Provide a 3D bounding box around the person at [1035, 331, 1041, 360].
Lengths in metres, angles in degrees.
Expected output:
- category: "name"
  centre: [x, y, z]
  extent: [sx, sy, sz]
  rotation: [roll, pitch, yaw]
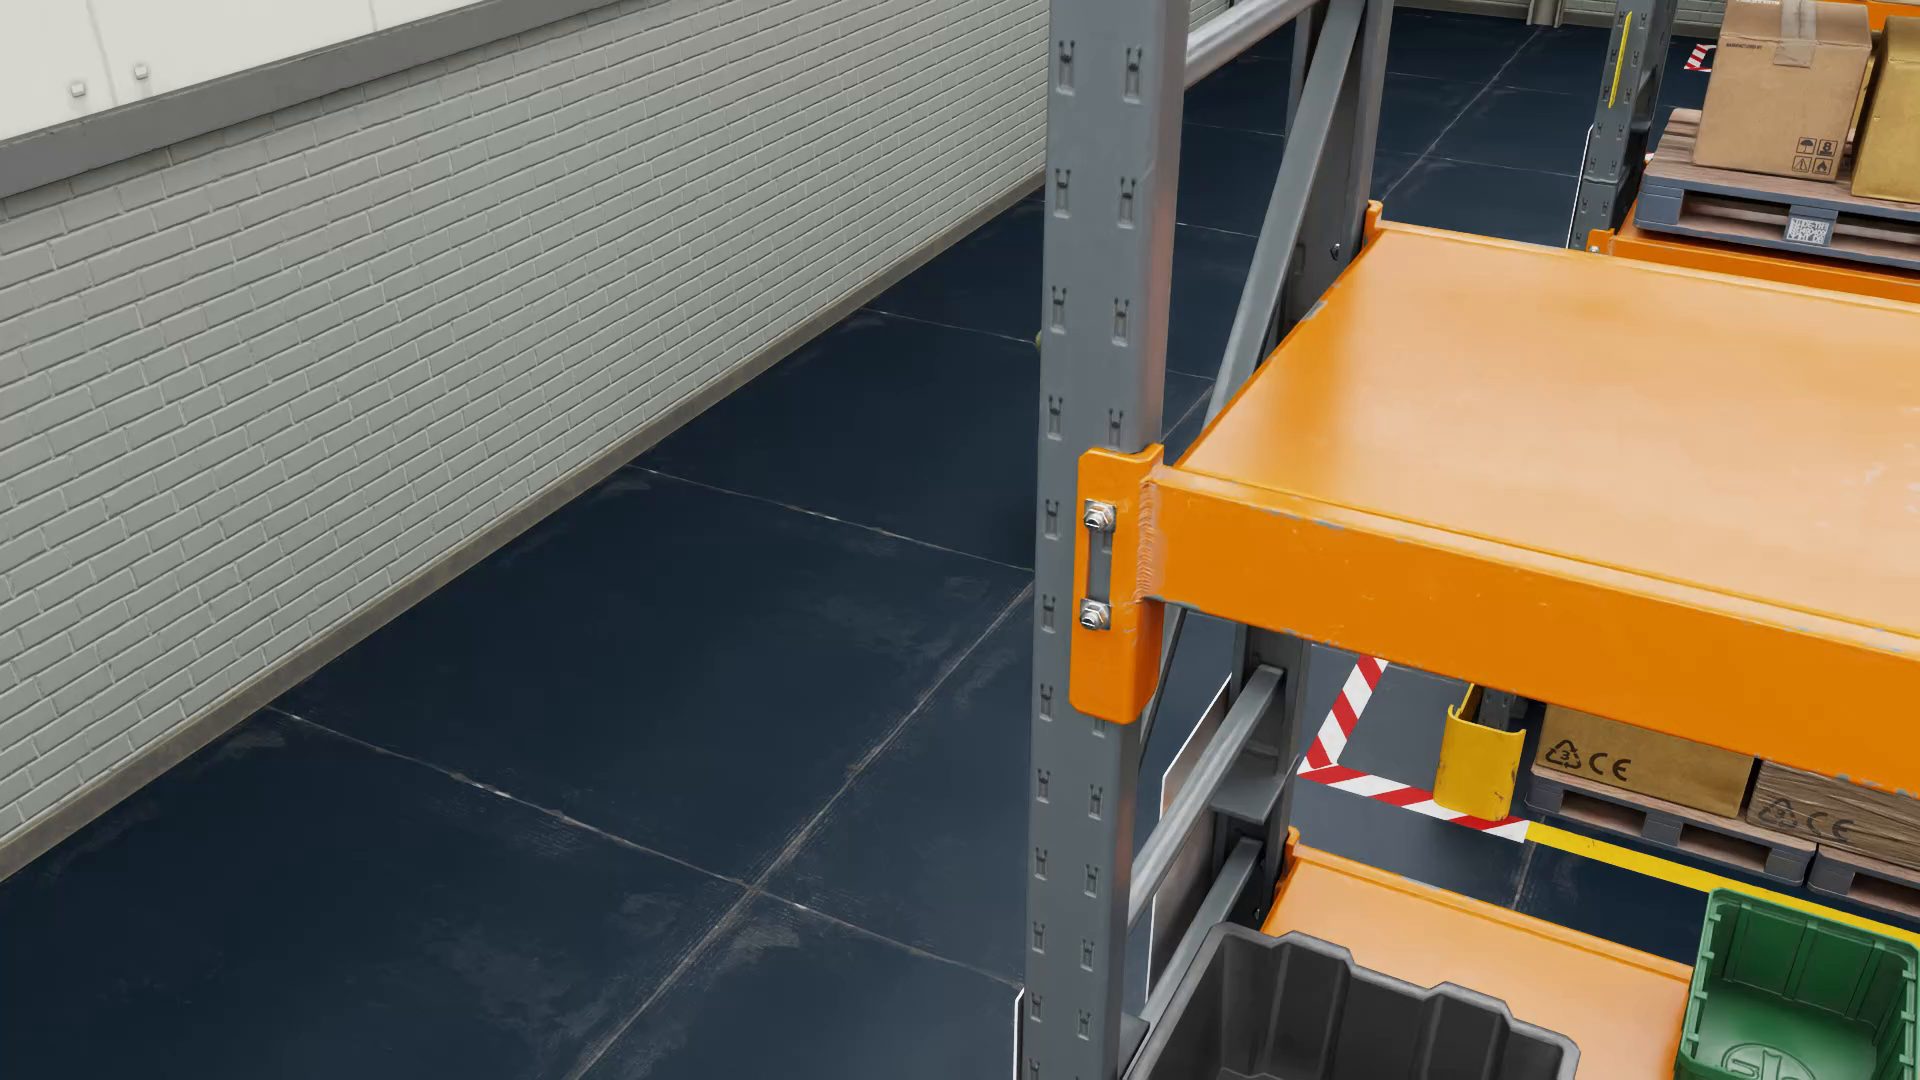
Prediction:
- category: "person"
  centre: [0.668, -0.717, 9.534]
  extent: [0.426, 1.665, 0.549]
  rotation: [15, 33, 24]
